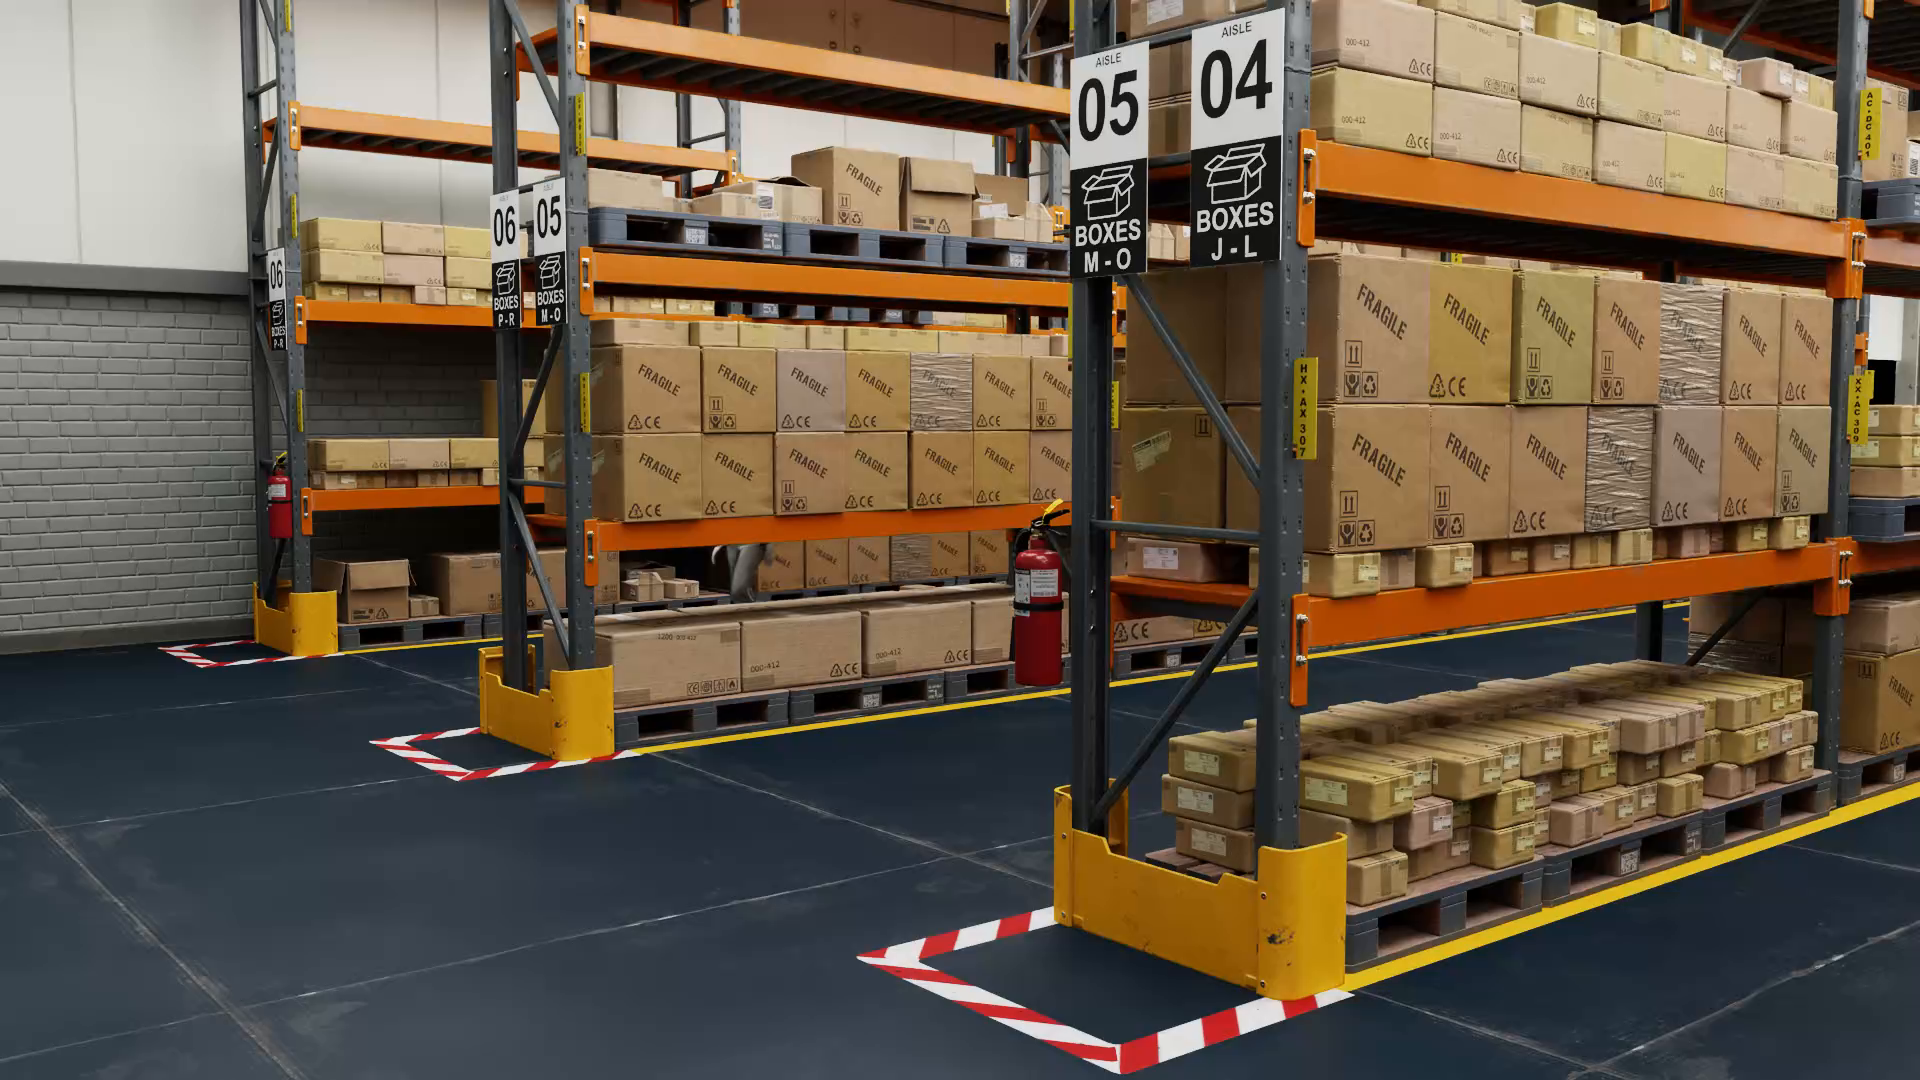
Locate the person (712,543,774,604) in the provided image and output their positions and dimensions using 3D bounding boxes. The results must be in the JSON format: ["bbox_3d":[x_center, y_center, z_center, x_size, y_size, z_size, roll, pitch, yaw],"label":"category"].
[{"bbox_3d":[3.200,-0.203,13.337,7.740,2.202,7.075,4,6,38],"label":"person"}]
